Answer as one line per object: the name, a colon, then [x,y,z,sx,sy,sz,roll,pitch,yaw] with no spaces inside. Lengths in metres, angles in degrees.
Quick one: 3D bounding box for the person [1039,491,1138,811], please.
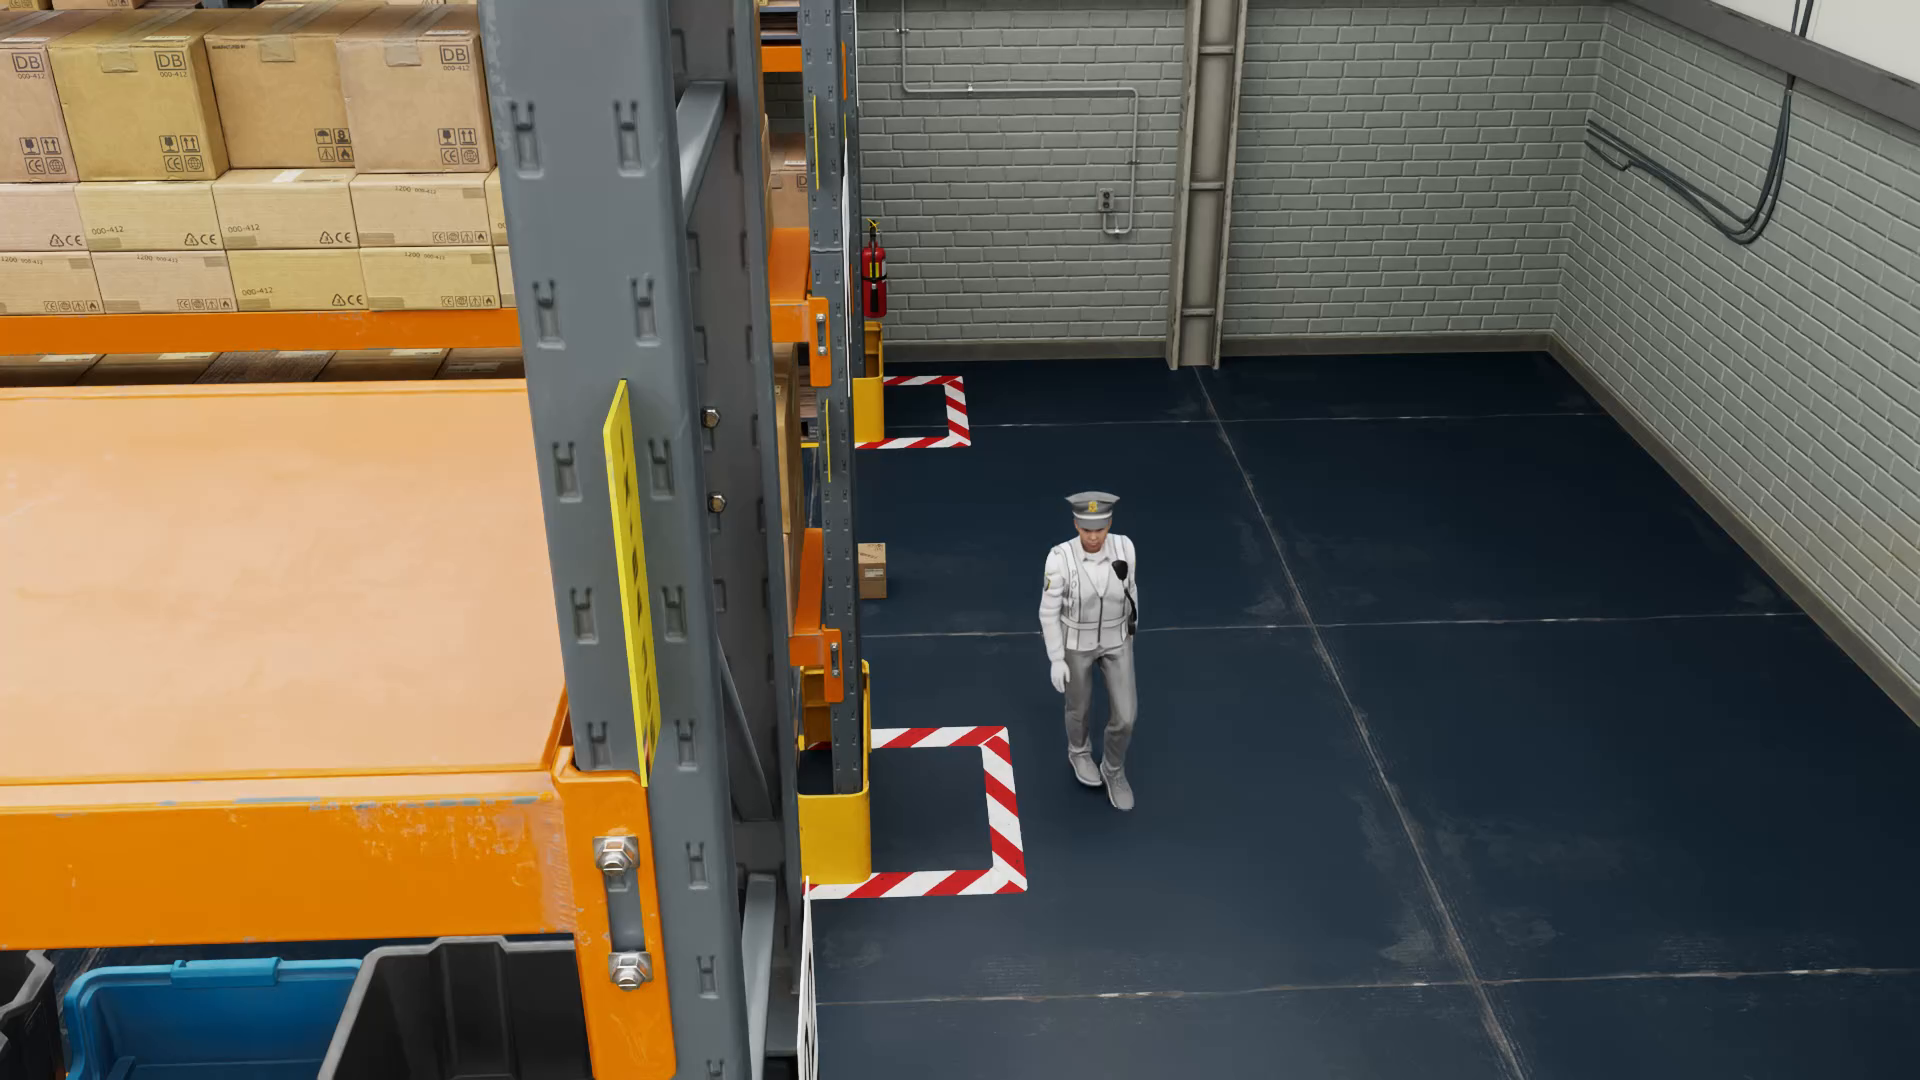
person: [0.612,0.516,7.971,0.496,1.728,0.491,-4,28,-7]
